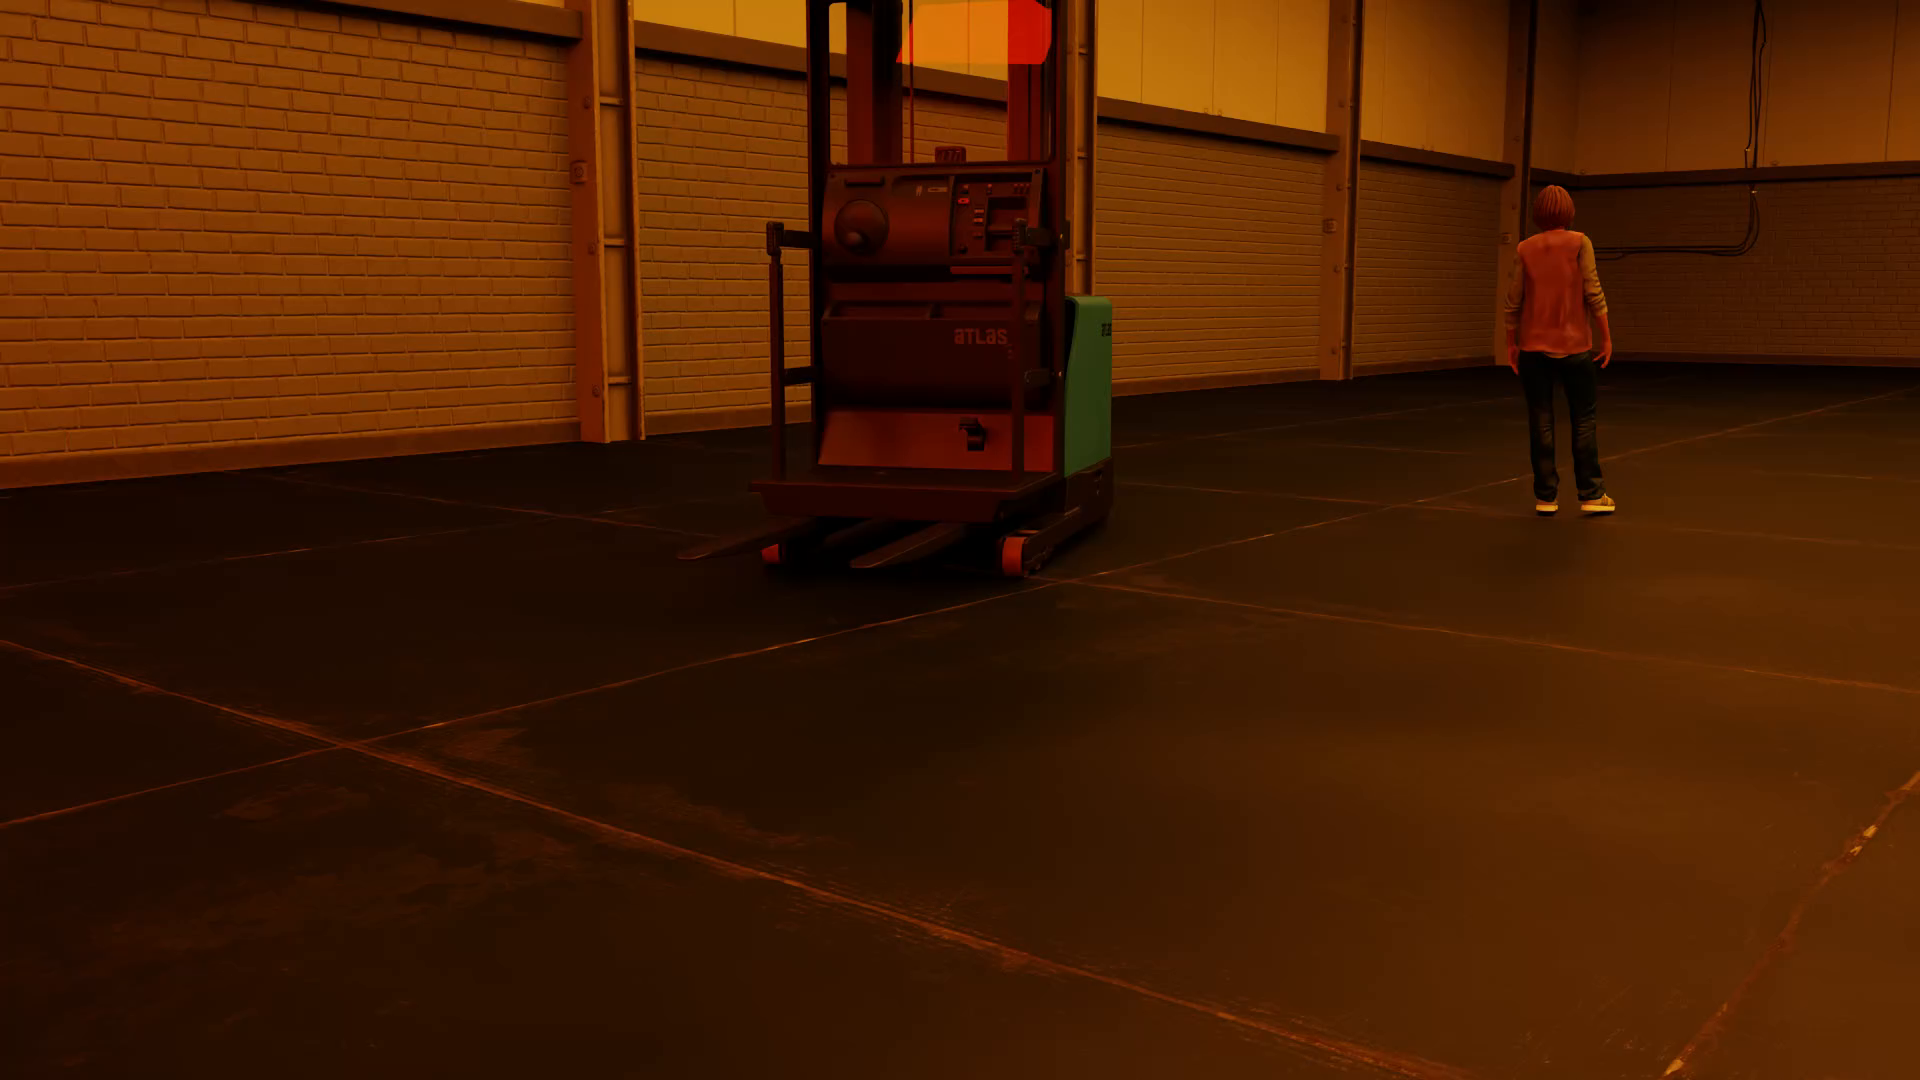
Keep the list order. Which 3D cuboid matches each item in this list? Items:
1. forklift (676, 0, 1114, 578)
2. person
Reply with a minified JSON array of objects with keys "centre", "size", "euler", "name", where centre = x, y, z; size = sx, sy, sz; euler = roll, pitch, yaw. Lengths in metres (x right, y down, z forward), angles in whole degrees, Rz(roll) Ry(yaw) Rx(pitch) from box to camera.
[{"centre":[-0.176,-1.366,6.616],"size":[1.130,2.935,3.031],"euler":[3,9,17],"name":"forklift"},{"centre":[2.967,-0.932,8.206],"size":[0.521,1.599,0.473],"euler":[5,10,33],"name":"person"}]
